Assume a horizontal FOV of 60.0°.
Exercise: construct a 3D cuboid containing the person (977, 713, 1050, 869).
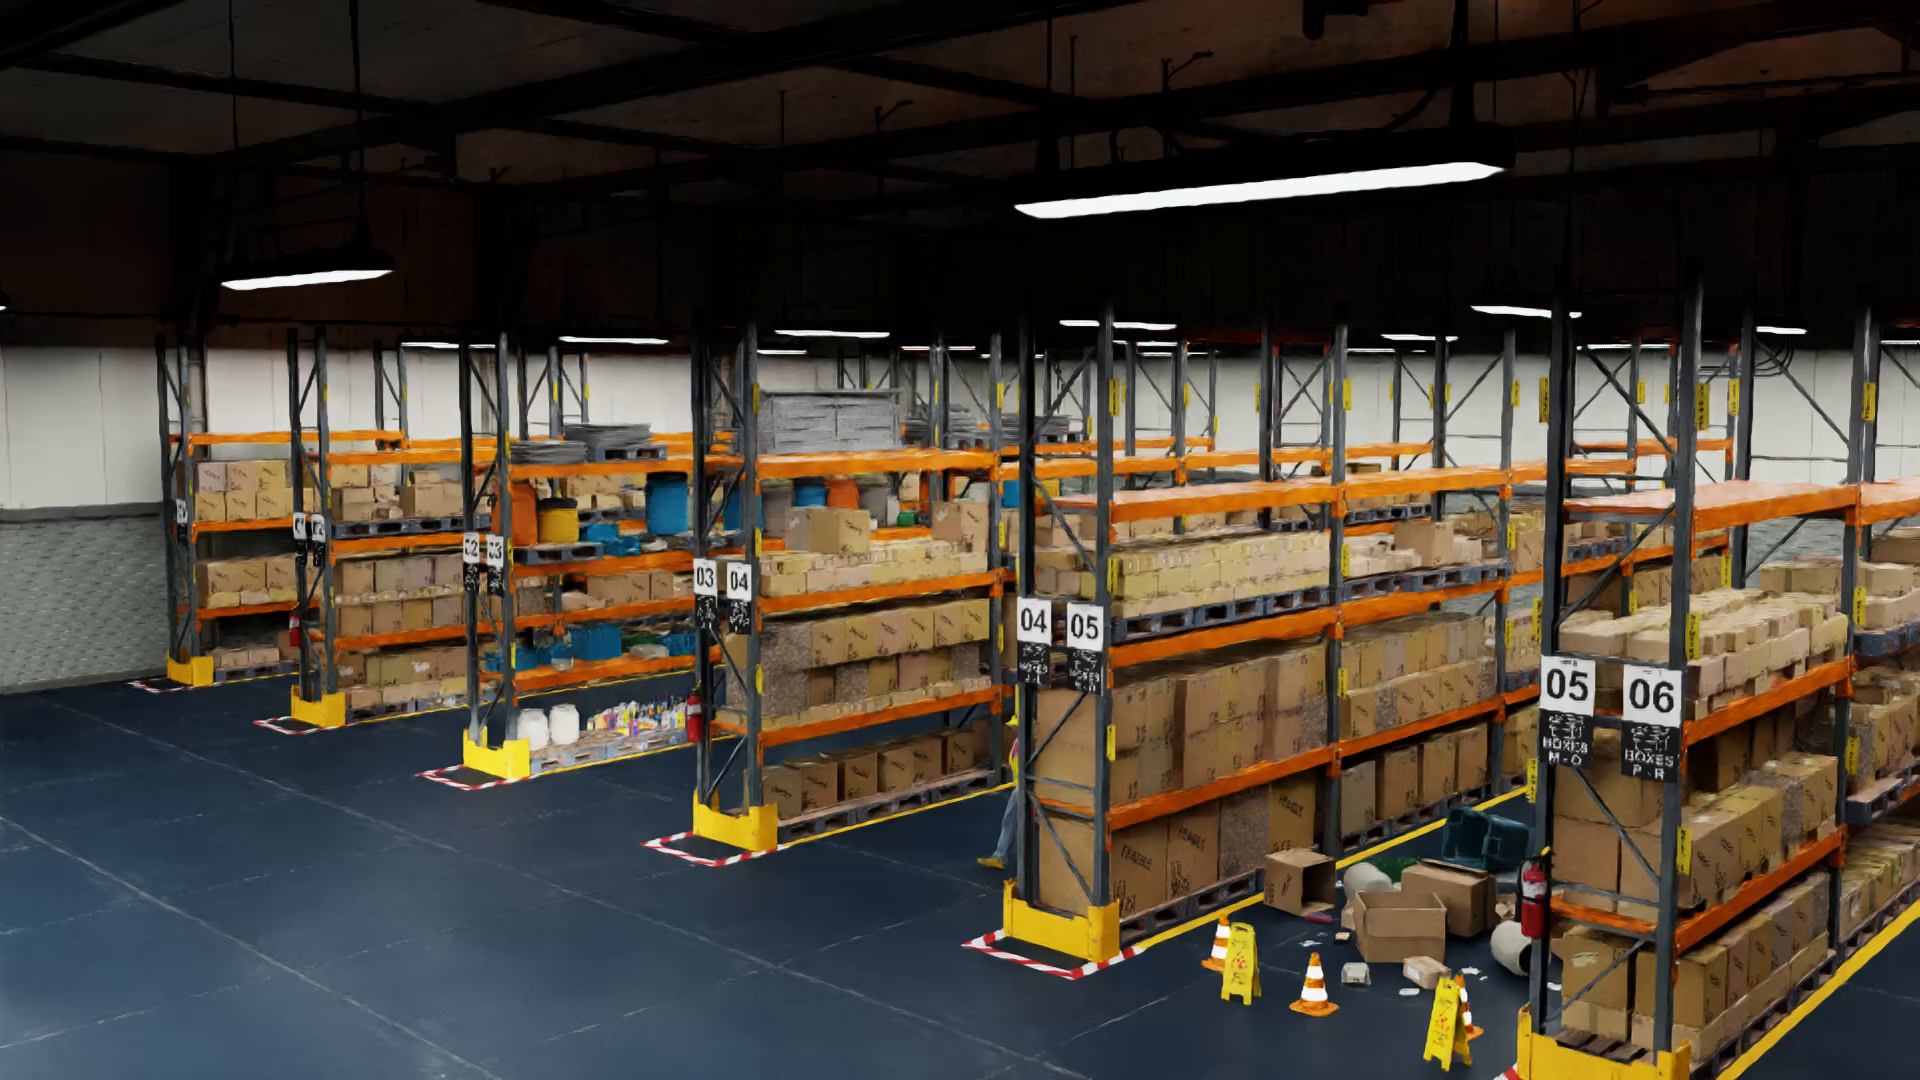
[{"bbox_3d":[0.698,2.659,17.623,0.957,1.721,0.622,-2,6,-23],"label":"person"}]
